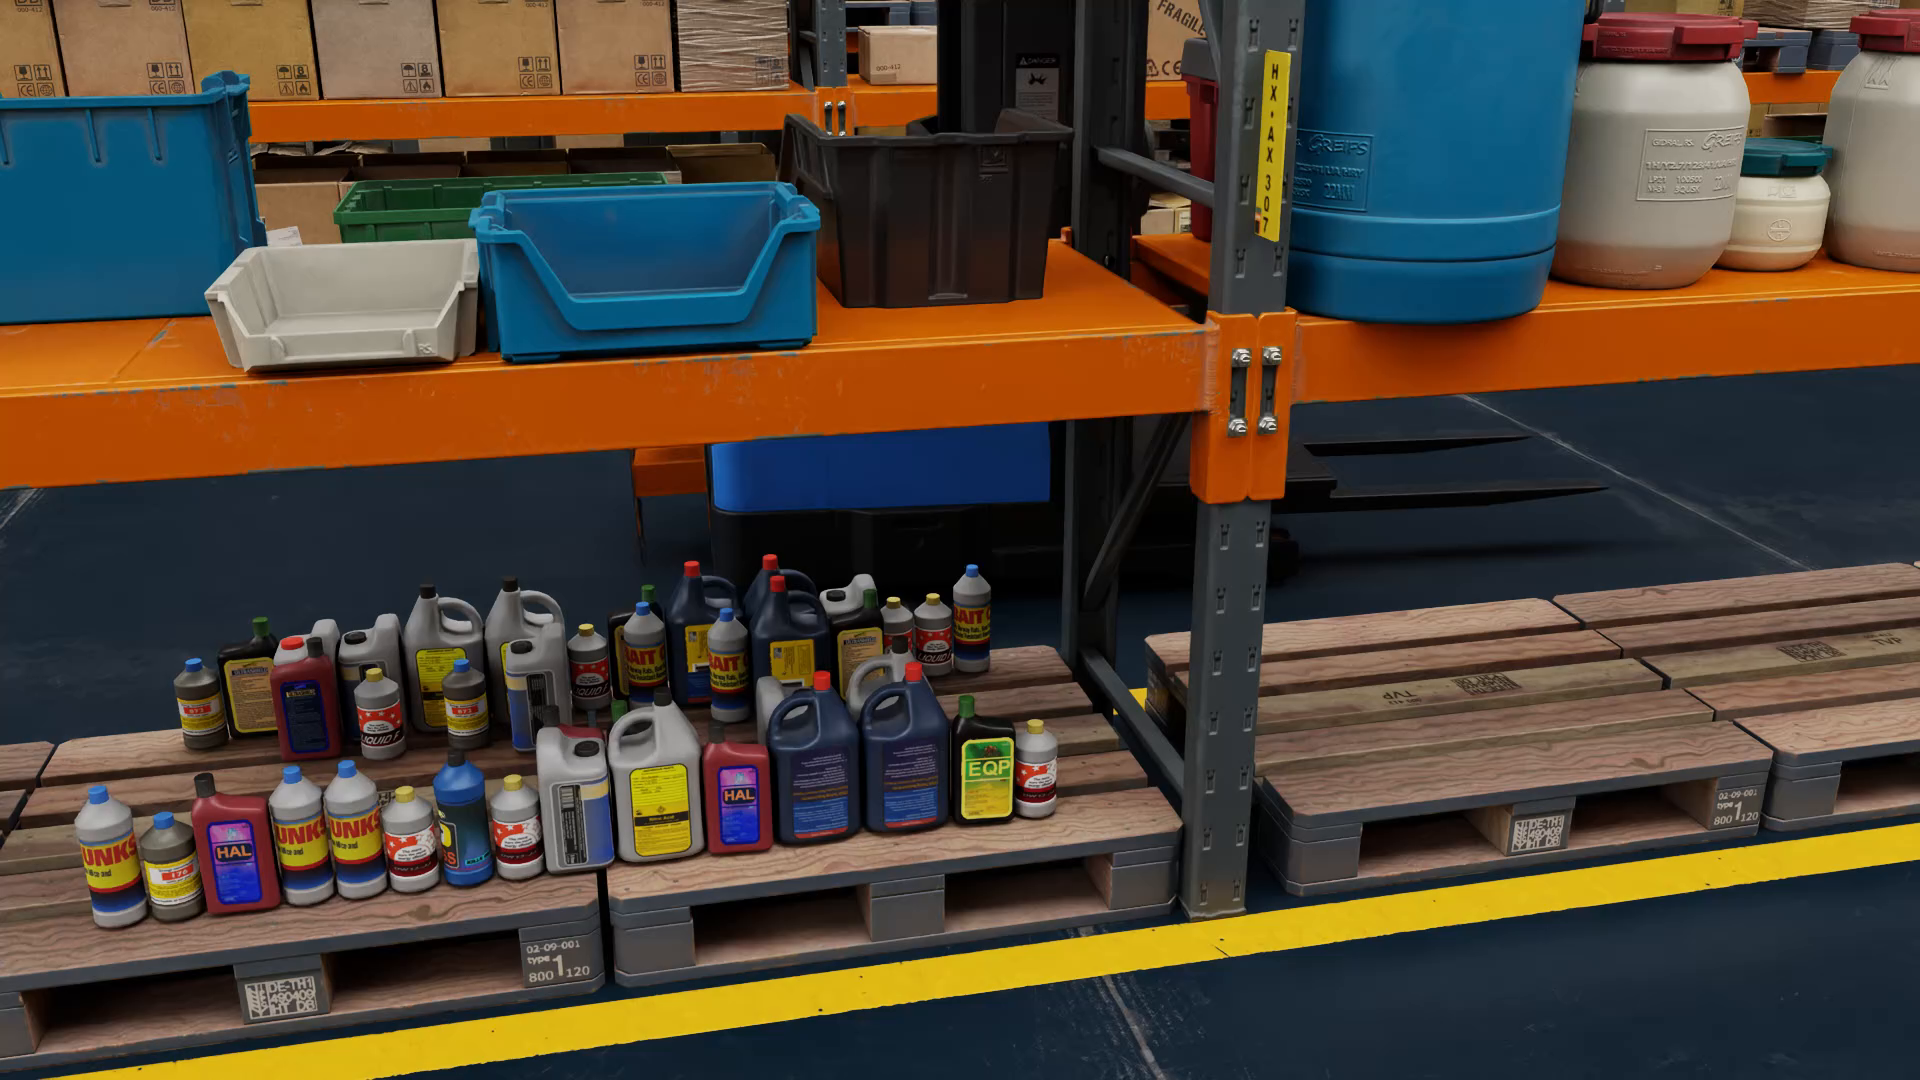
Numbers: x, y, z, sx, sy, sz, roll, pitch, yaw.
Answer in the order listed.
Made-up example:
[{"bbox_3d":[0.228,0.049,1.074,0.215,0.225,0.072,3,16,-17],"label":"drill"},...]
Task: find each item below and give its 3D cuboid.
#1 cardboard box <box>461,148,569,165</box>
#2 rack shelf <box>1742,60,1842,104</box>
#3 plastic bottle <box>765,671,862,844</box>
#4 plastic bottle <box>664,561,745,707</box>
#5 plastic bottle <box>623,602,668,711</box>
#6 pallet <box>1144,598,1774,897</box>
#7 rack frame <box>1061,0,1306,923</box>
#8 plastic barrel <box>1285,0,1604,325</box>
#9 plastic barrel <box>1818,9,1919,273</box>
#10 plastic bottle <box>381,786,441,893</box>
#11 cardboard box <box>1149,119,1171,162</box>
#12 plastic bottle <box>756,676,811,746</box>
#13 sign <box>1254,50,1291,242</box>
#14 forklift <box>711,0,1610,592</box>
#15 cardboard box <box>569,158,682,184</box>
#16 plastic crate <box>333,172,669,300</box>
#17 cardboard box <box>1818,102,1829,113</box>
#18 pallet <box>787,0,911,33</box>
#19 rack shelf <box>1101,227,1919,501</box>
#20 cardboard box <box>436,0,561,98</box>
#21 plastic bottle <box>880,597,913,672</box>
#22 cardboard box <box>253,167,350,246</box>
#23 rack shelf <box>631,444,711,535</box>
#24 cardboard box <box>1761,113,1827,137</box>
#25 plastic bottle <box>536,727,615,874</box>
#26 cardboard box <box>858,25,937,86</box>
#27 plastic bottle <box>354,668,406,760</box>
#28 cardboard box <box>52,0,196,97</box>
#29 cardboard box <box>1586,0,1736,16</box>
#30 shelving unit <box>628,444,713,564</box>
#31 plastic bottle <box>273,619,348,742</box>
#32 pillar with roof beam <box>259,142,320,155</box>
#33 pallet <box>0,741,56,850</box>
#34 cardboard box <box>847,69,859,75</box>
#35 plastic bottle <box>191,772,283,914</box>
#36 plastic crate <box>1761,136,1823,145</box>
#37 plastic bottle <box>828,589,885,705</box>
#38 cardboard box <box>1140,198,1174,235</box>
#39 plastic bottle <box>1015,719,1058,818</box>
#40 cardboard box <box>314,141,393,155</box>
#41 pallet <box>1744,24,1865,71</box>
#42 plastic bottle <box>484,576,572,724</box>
[{"bbox_3d":[-2.191,-1.664,8.292,0.500,0.500,0.500,-5,21,-12],"label":"cardboard box"},{"bbox_3d":[5.144,-2.554,9.470,4.000,0.370,1.077,-5,21,-12],"label":"rack shelf"},{"bbox_3d":[-0.306,0.442,3.459,0.185,0.351,0.144,-6,21,-15],"label":"plastic bottle"},{"bbox_3d":[-0.623,0.219,4.067,0.185,0.351,0.144,-6,21,-15],"label":"plastic bottle"},{"bbox_3d":[-0.758,0.281,4.015,0.097,0.271,0.097,0,20,0],"label":"plastic bottle"},{"bbox_3d":[1.197,0.476,4.208,1.213,0.211,1.003,-5,21,-12],"label":"pallet"},{"bbox_3d":[0.442,-0.758,3.523,0.127,3.000,1.000,-5,21,-12],"label":"rack frame"},{"bbox_3d":[0.887,-0.923,3.244,0.708,0.901,0.600,-5,21,-12],"label":"plastic barrel"},{"bbox_3d":[2.137,-0.882,3.665,0.433,0.535,0.433,0,20,0],"label":"plastic barrel"},{"bbox_3d":[-1.088,0.584,3.289,0.097,0.201,0.097,0,20,0],"label":"plastic bottle"},{"bbox_3d":[1.366,-3.349,13.591,0.500,0.500,0.700,-4,21,-12],"label":"cardboard box"},{"bbox_3d":[-0.364,0.429,3.602,0.135,0.276,0.152,-5,21,-12],"label":"plastic bottle"},{"bbox_3d":[0.557,-0.703,2.970,0.005,0.325,0.100,-5,21,-12],"label":"sign"},{"bbox_3d":[0.673,-1.400,5.375,3.031,2.935,1.130,-2,20,-6],"label":"forklift"},{"bbox_3d":[-1.585,-1.529,7.925,0.500,0.500,0.500,-5,21,-12],"label":"cardboard box"},{"bbox_3d":[-0.944,-0.646,3.524,0.662,0.188,0.450,-5,21,-12],"label":"plastic crate"},{"bbox_3d":[7.688,-3.834,14.945,0.500,0.500,0.700,-4,21,-11],"label":"cardboard box"},{"bbox_3d":[-1.061,-3.996,12.641,1.213,0.211,1.003,-5,21,-12],"label":"pallet"},{"bbox_3d":[2.388,-0.579,4.079,4.000,0.370,1.077,-5,21,-12],"label":"rack shelf"},{"bbox_3d":[-2.126,-2.344,7.707,0.500,0.500,0.700,-4,21,-12],"label":"cardboard box"},{"bbox_3d":[-0.167,0.244,4.217,0.097,0.201,0.097,0,20,0],"label":"plastic bottle"},{"bbox_3d":[-3.044,-1.410,7.600,0.500,0.500,0.500,-5,21,-12],"label":"cardboard box"},{"bbox_3d":[-0.972,-0.184,5.617,0.240,0.259,0.215,-4,20,-7],"label":"rack shelf"},{"bbox_3d":[5.103,-2.359,9.797,0.500,0.250,0.500,-5,21,-14],"label":"cardboard box"},{"bbox_3d":[-0.779,0.514,3.371,0.135,0.276,0.152,-4,21,-11],"label":"plastic bottle"},{"bbox_3d":[-0.226,-2.400,8.222,0.500,0.250,0.500,-3,20,-9],"label":"cardboard box"},{"bbox_3d":[-1.331,0.392,3.811,0.097,0.201,0.097,0,20,0],"label":"plastic bottle"},{"bbox_3d":[-3.620,-2.223,7.376,0.500,0.500,0.700,-4,21,-11],"label":"cardboard box"},{"bbox_3d":[3.785,-3.065,9.064,0.500,0.500,0.700,-12,24,-31],"label":"cardboard box"},{"bbox_3d":[-0.981,-0.454,5.516,0.252,1.050,0.215,-4,20,-7],"label":"shelving unit"},{"bbox_3d":[-1.513,0.328,3.879,0.135,0.276,0.152,-4,21,-12],"label":"plastic bottle"},{"bbox_3d":[-4.258,-5.479,7.688,0.400,9.000,9.100,-5,21,-12],"label":"pillar with roof beam"},{"bbox_3d":[-2.596,0.784,3.369,1.213,0.211,1.003,-5,21,-12],"label":"pallet"},{"bbox_3d":[-0.698,-3.559,13.074,0.500,0.250,0.500,-5,21,-14],"label":"cardboard box"},{"bbox_3d":[-1.390,0.576,3.190,0.133,0.283,0.061,-4,21,-12],"label":"plastic bottle"},{"bbox_3d":[2.071,-0.891,4.194,0.662,0.188,0.450,-5,21,-12],"label":"plastic crate"},{"bbox_3d":[-0.253,0.260,4.054,0.133,0.283,0.061,-5,21,-12],"label":"plastic bottle"},{"bbox_3d":[0.757,-1.614,8.433,0.500,0.311,0.500,-5,21,-14],"label":"cardboard box"},{"bbox_3d":[0.160,0.482,3.566,0.097,0.201,0.097,0,20,0],"label":"plastic bottle"},{"bbox_3d":[-4.482,-2.772,12.289,0.500,0.311,0.500,-3,20,-8],"label":"cardboard box"},{"bbox_3d":[5.090,-2.798,9.372,1.213,0.211,1.003,-5,21,-12],"label":"pallet"},{"bbox_3d":[-1.037,0.253,3.975,0.185,0.351,0.144,-5,21,-13],"label":"plastic bottle"}]
